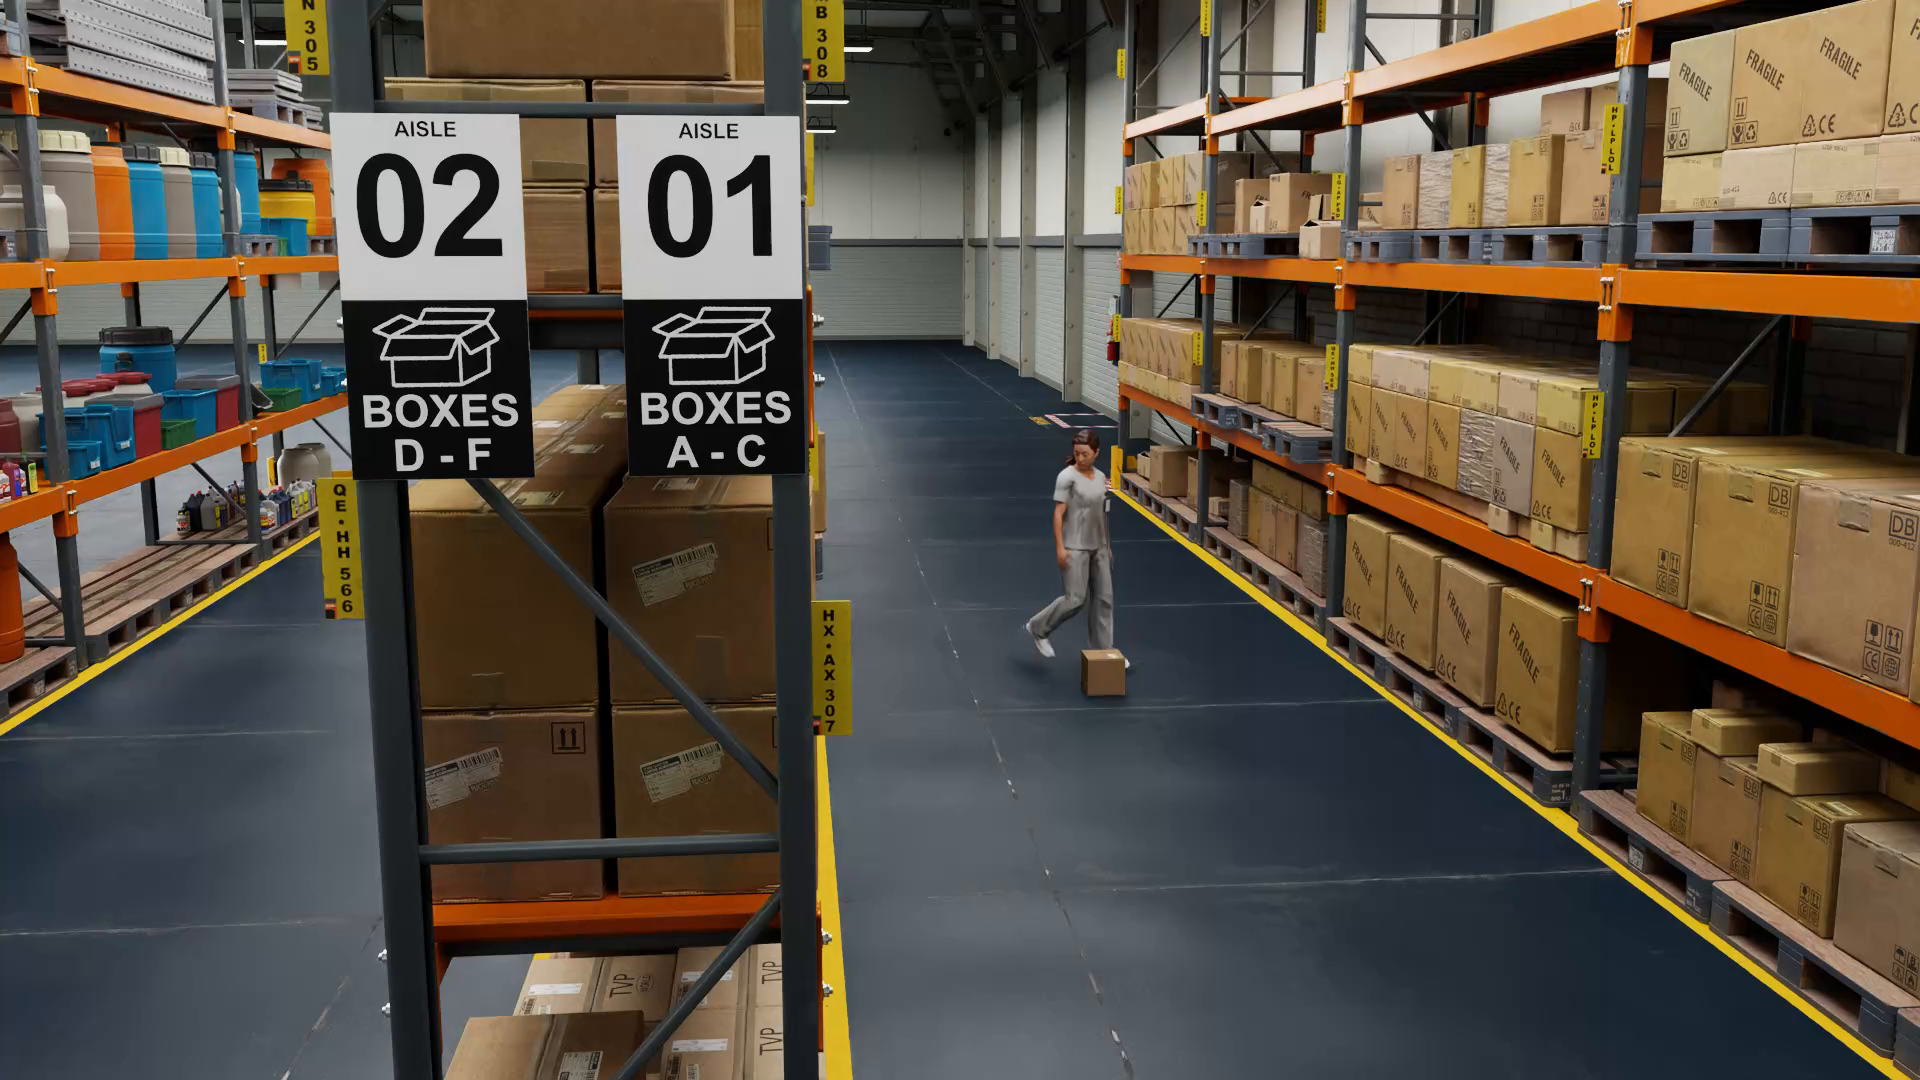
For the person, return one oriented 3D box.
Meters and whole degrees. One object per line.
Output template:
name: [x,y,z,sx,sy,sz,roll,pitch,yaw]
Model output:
person: [0.829,0.059,11.505,0.480,1.667,0.675,-9,13,-41]
